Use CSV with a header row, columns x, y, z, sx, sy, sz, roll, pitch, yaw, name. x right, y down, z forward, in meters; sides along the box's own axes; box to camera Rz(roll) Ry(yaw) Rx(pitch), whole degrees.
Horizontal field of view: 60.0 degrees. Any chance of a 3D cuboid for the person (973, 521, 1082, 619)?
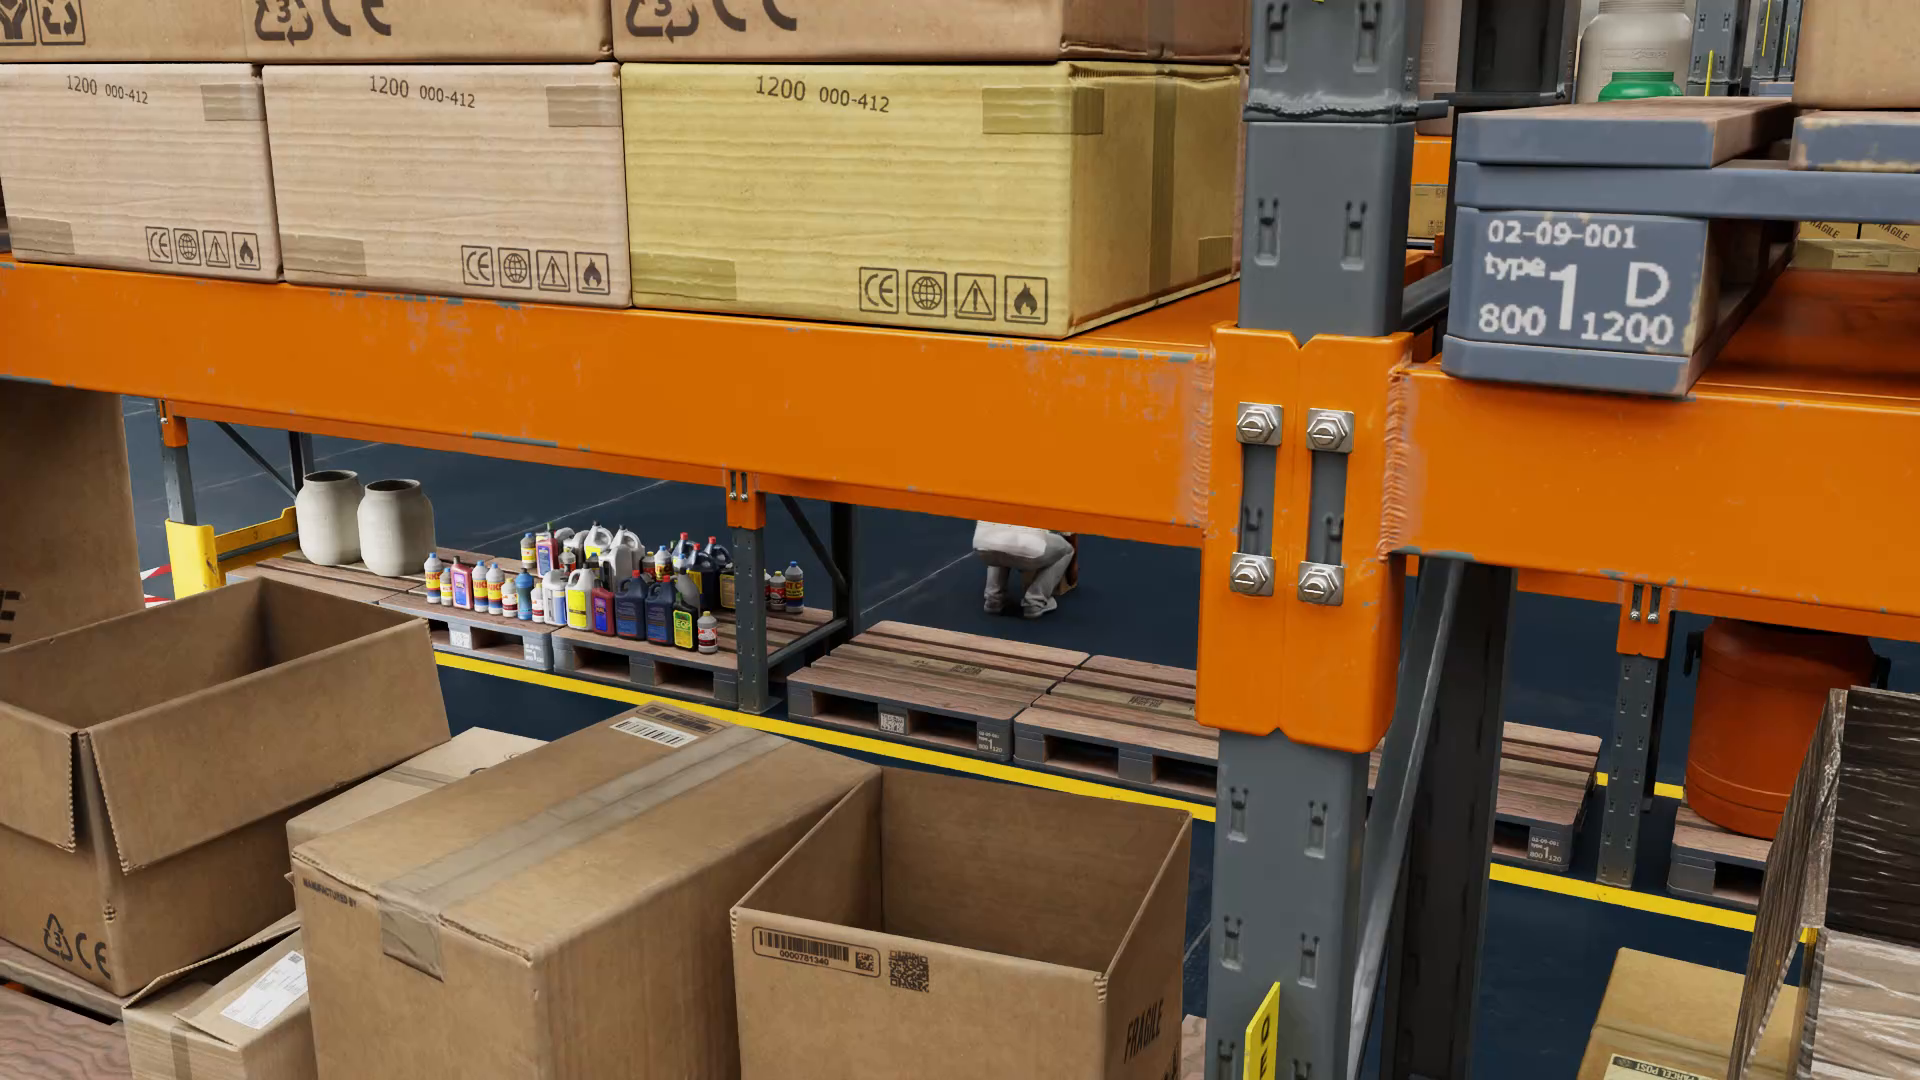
x,y,z,sx,sy,sz,roll,pitch,yaw,name
0.374,-0.054,9.804,0.566,0.894,0.896,8,17,26,person
